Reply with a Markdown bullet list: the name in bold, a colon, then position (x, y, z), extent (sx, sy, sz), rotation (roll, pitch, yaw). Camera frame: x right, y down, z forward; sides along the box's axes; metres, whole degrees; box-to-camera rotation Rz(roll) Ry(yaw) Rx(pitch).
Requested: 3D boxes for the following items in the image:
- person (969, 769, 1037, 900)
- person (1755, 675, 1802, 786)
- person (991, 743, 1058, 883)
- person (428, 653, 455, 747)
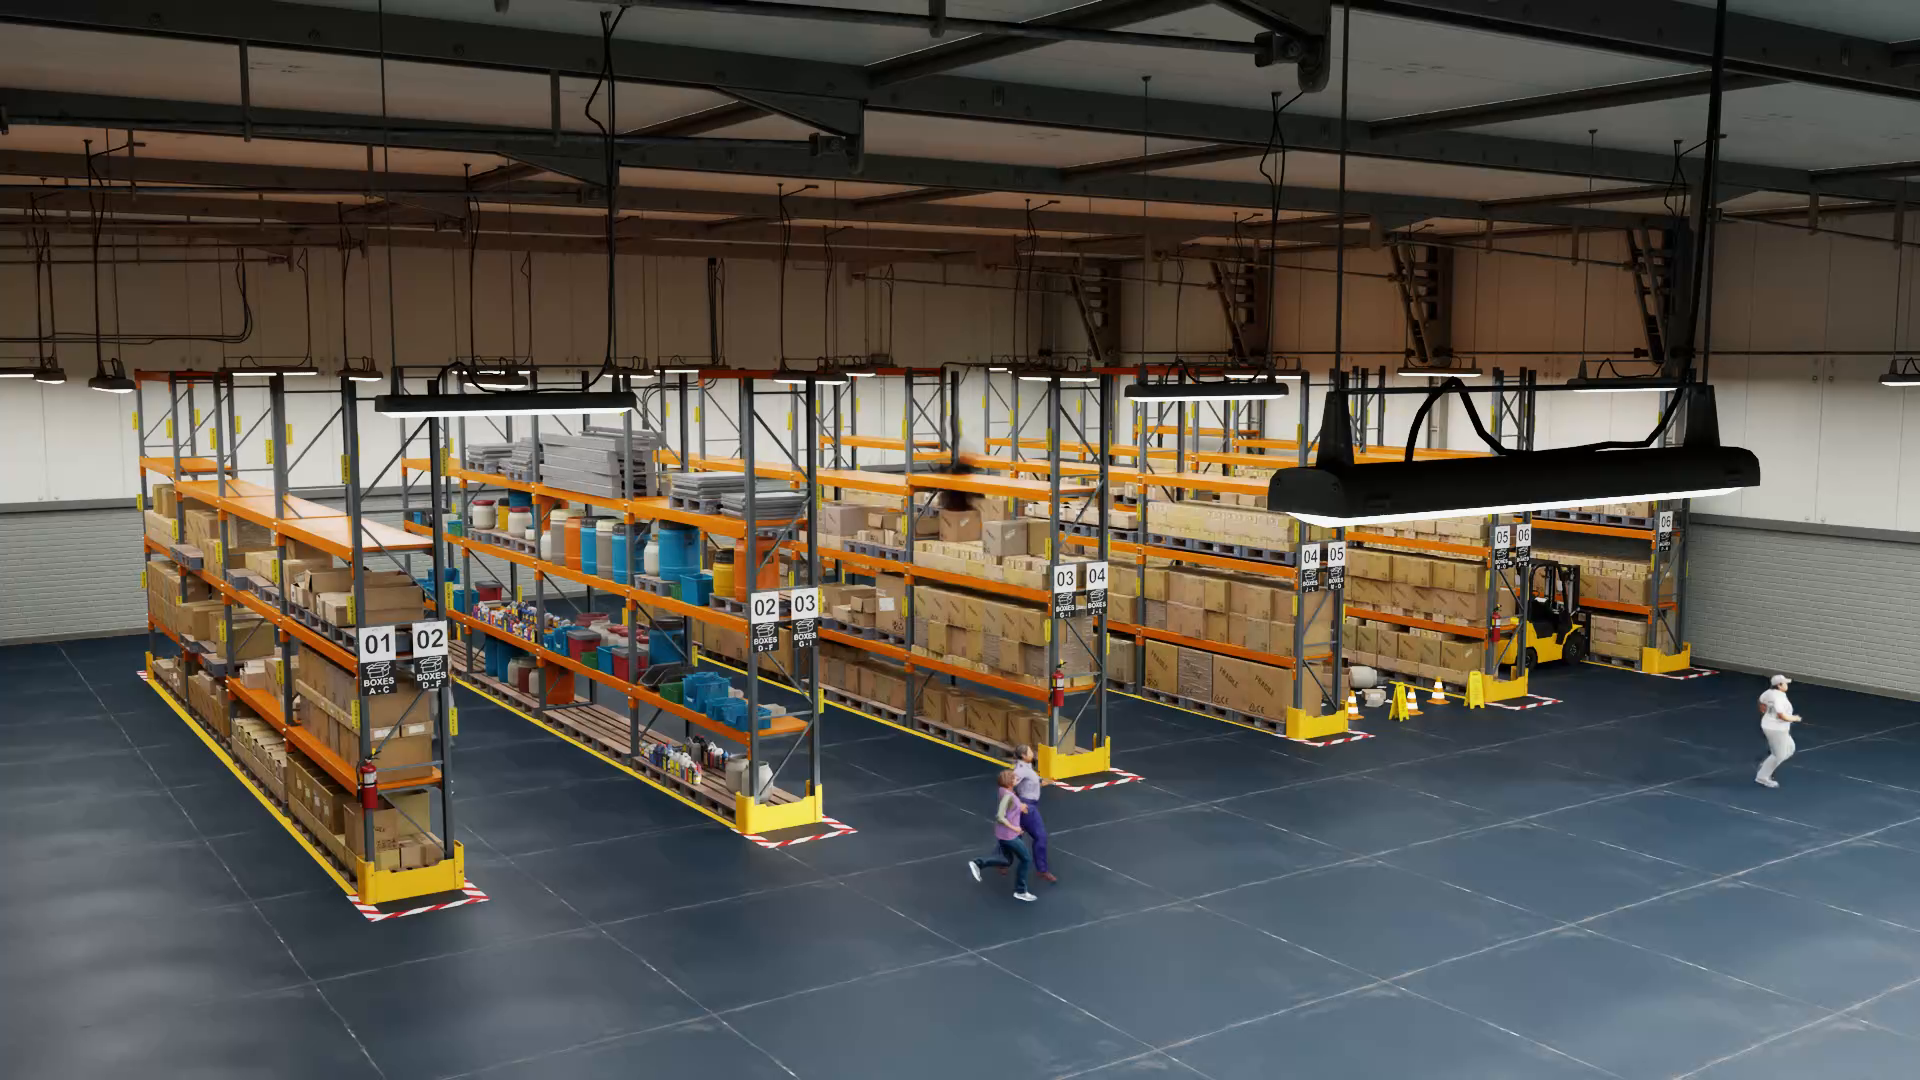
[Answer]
- **person**: position (0.501, 3.419, 19.199), extent (0.788, 1.567, 0.535), rotation (-1, 7, -10)
- **person**: position (11.960, 2.773, 24.282), extent (0.560, 1.638, 0.661), rotation (2, 7, 14)
- **person**: position (0.749, 3.263, 19.918), extent (0.847, 1.688, 0.589), rotation (-1, 7, -8)
- **person**: position (-8.414, 2.431, 26.827), extent (0.674, 1.821, 0.729), rotation (-5, 8, -40)
